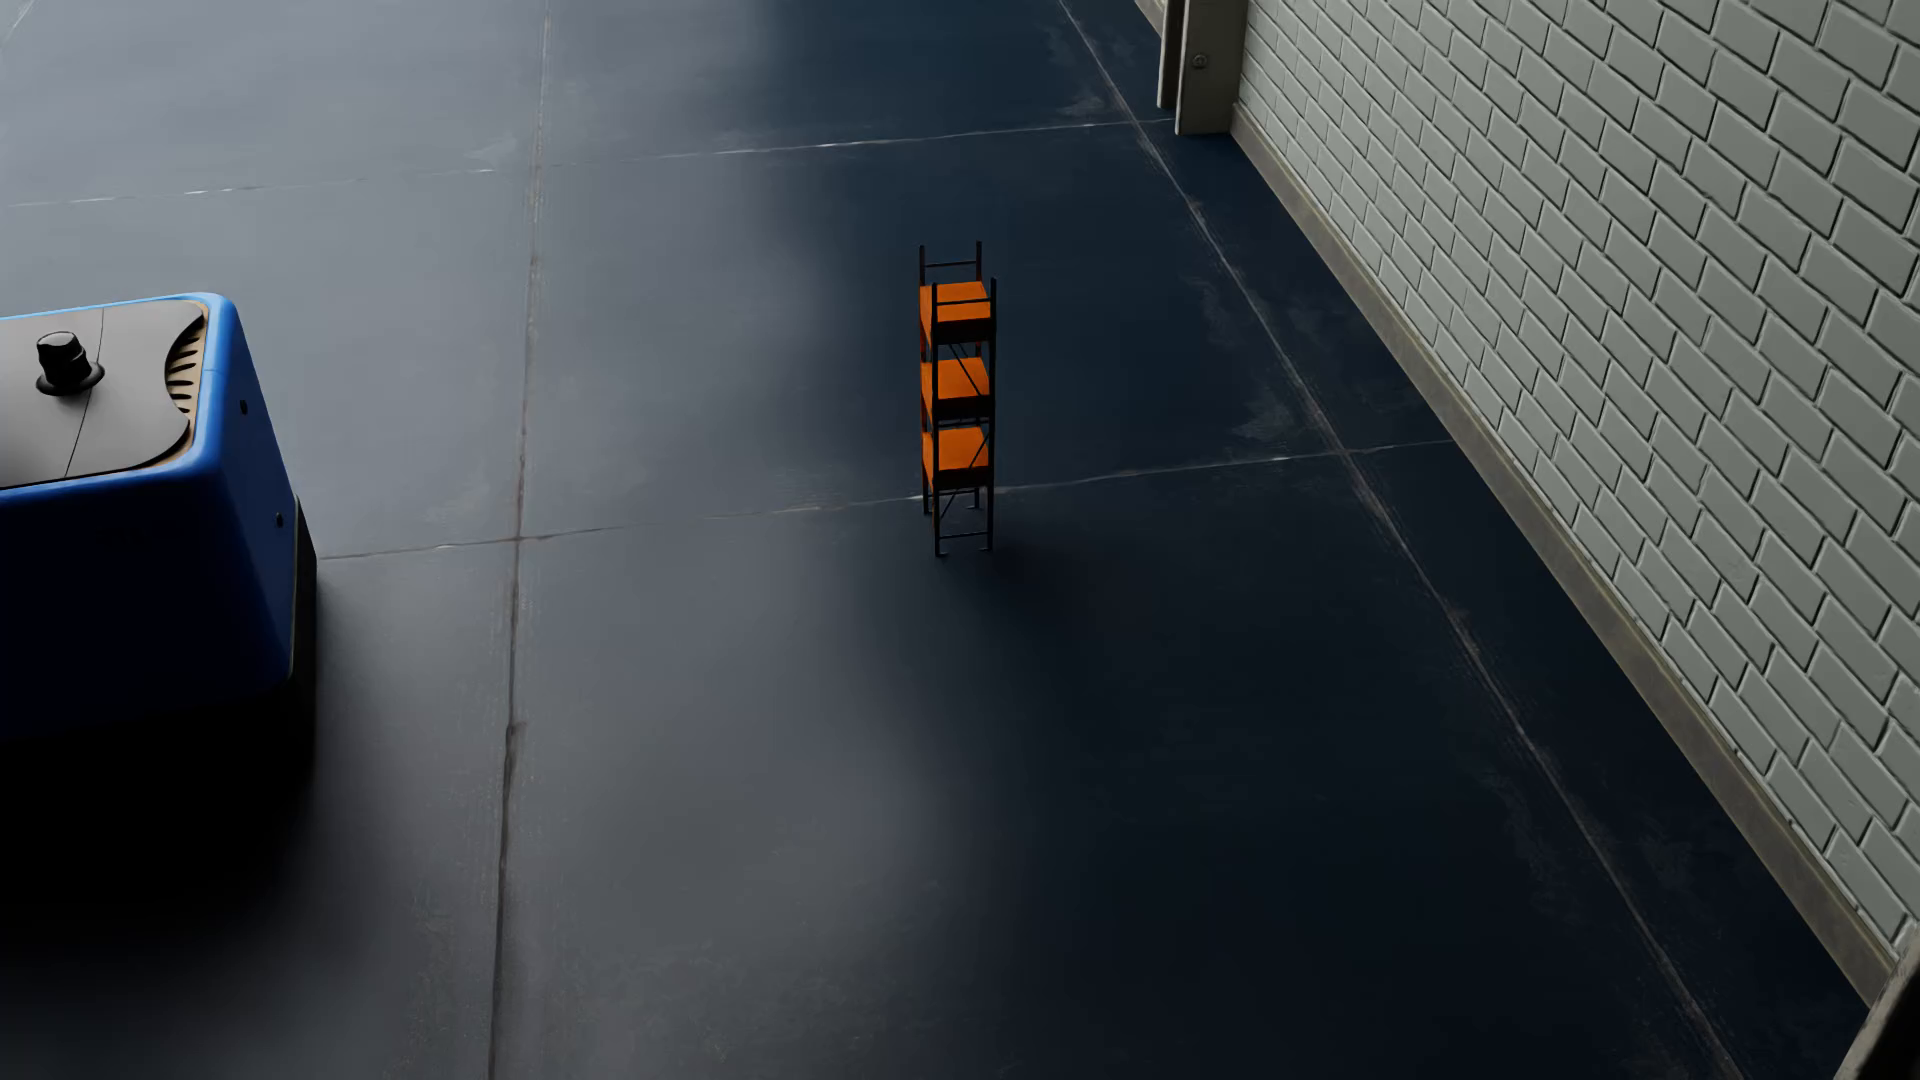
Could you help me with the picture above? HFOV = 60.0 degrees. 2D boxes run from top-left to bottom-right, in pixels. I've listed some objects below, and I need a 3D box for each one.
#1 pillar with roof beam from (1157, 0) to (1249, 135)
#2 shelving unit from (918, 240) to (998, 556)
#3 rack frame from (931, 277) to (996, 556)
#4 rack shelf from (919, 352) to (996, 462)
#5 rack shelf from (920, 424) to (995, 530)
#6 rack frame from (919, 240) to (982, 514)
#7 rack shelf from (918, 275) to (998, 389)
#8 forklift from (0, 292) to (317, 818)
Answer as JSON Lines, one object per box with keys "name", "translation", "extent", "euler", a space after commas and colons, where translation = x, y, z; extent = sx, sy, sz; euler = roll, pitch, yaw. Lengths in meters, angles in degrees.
{"name": "pillar with roof beam", "translation": [-3.026, -5.264, 5.191], "extent": [9.100, 9.000, 0.400], "euler": [-6, 38, -8]}
{"name": "shelving unit", "translation": [-0.009, -0.447, 5.470], "extent": [0.215, 1.050, 0.252], "euler": [-6, 38, -8]}
{"name": "rack frame", "translation": [0.012, -0.373, 5.375], "extent": [0.200, 1.050, 0.008], "euler": [-6, 38, -8]}
{"name": "rack shelf", "translation": [-0.009, -0.439, 5.476], "extent": [0.215, 0.259, 0.240], "euler": [-6, 38, -8]}
{"name": "rack shelf", "translation": [-0.009, -0.219, 5.647], "extent": [0.215, 0.259, 0.240], "euler": [-6, 38, -8]}
{"name": "rack frame", "translation": [-0.031, -0.521, 5.564], "extent": [0.200, 1.050, 0.008], "euler": [-6, 38, -8]}
{"name": "rack shelf", "translation": [-0.009, -0.663, 5.302], "extent": [0.215, 0.259, 0.240], "euler": [-6, 38, -8]}
{"name": "forklift", "translation": [-3.483, -0.529, 4.042], "extent": [3.031, 2.935, 1.130], "euler": [-10, 39, -13]}
